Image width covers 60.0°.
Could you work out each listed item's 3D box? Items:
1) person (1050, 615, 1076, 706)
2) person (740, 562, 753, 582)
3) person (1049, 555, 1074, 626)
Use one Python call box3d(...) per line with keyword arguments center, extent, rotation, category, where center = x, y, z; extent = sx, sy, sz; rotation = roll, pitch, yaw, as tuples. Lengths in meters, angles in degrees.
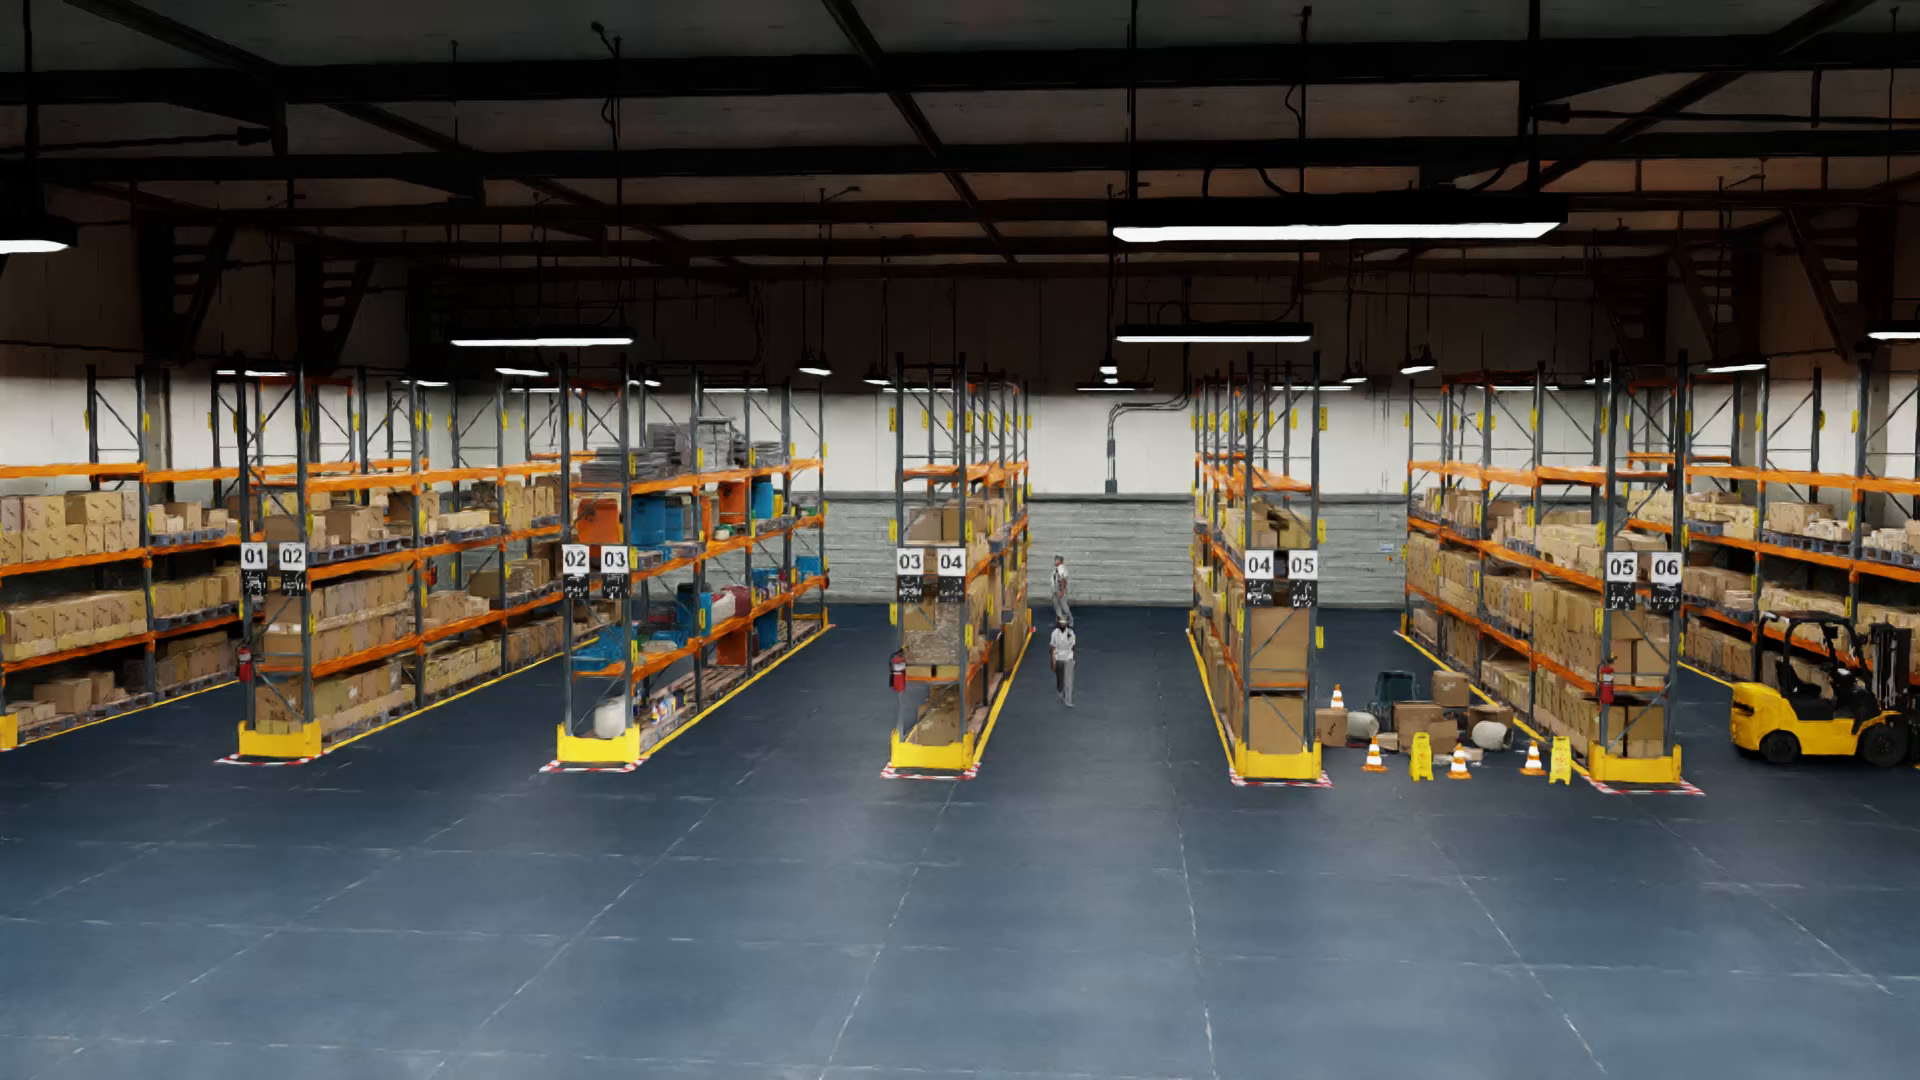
box3d(center=(1.819, 2.099, 29.375), extent=(0.457, 1.586, 1.075), rotation=(1, 4, 8), category="person")
box3d(center=(-4.910, 1.356, 38.610), extent=(0.593, 1.783, 0.682), rotation=(2, 4, 23), category="person")
box3d(center=(2.503, 1.238, 40.780), extent=(0.505, 1.749, 0.731), rotation=(-2, 4, -21), category="person")
